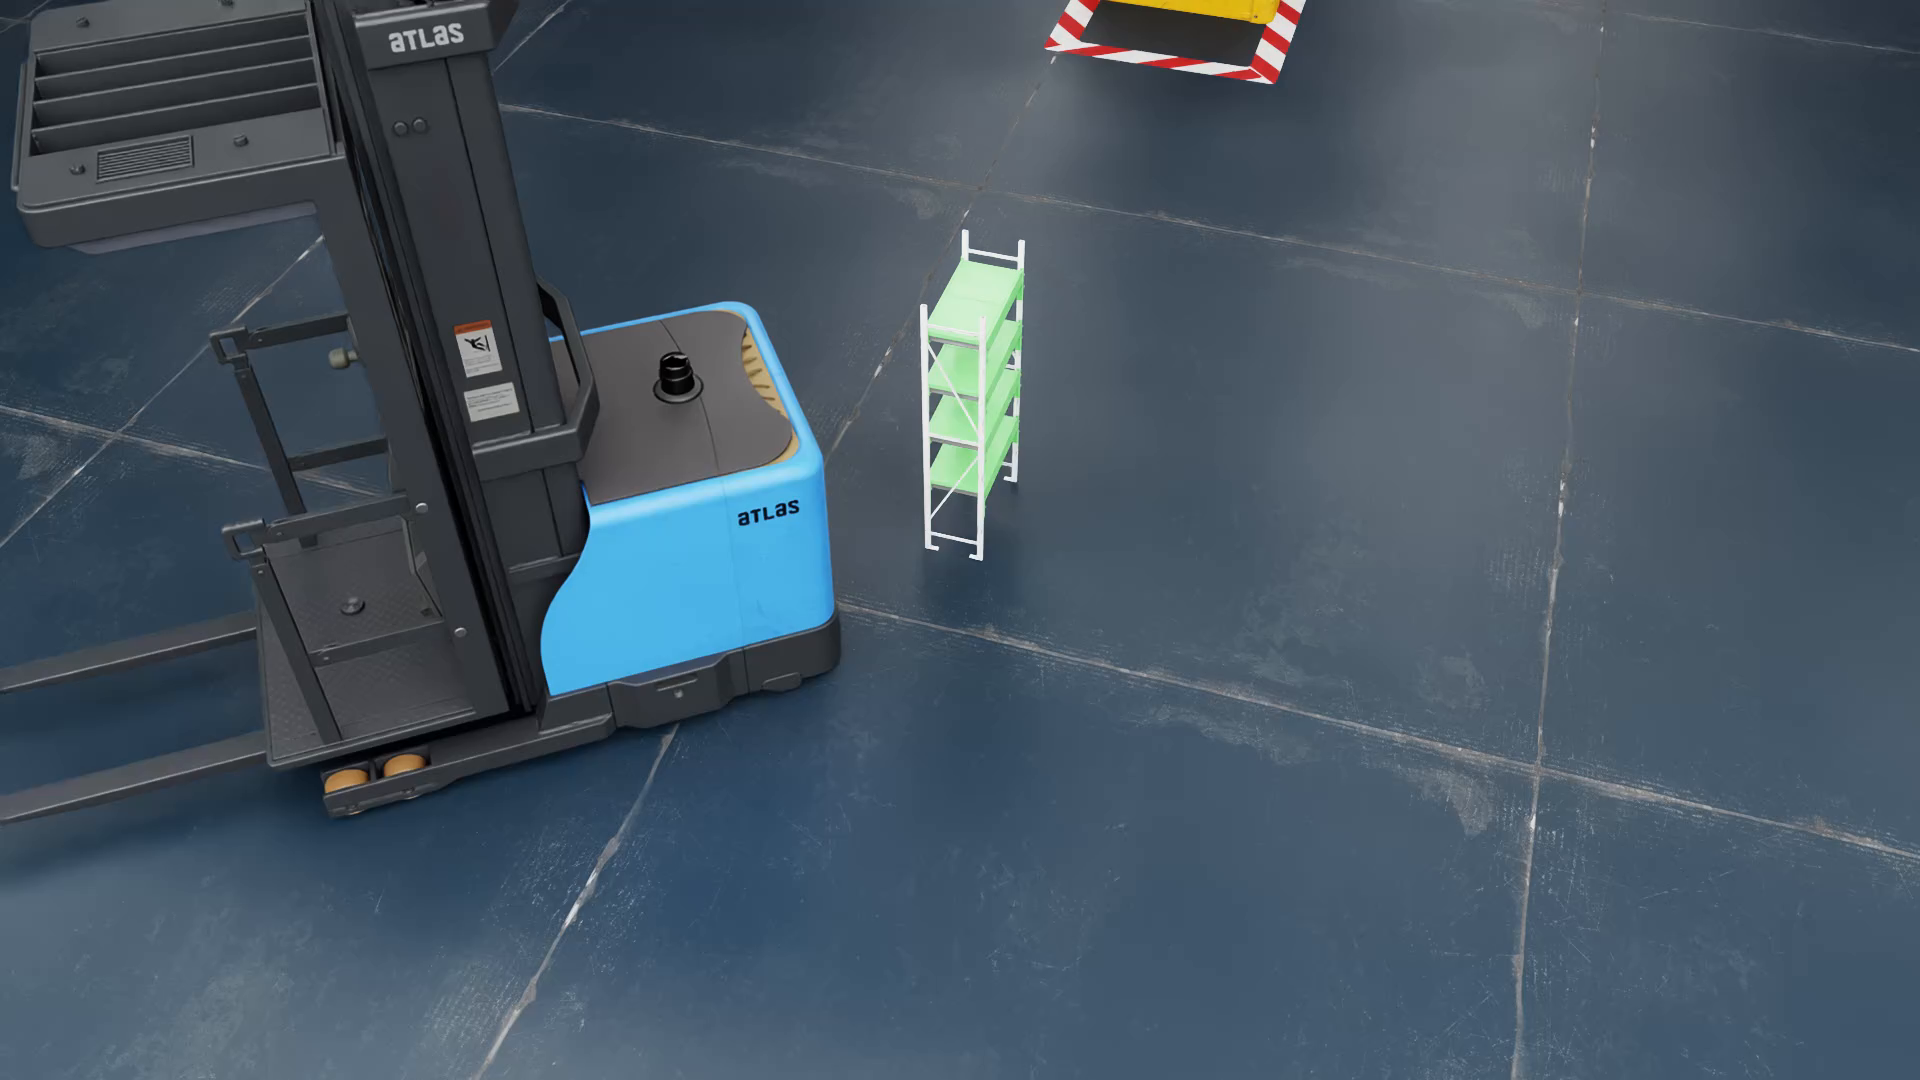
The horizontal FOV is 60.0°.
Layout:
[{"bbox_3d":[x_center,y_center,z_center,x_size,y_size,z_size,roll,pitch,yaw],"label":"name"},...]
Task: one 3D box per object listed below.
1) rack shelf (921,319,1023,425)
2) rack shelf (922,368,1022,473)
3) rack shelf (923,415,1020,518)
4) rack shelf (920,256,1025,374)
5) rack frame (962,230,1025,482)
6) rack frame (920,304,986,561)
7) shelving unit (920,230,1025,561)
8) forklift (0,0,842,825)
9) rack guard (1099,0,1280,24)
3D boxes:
[{"bbox_3d":[0.050,-0.665,6.320,0.258,0.148,0.480,13,46,12],"label":"rack shelf"},{"bbox_3d":[0.050,-0.494,6.488,0.258,0.148,0.480,13,46,12],"label":"rack shelf"},{"bbox_3d":[0.050,-0.322,6.656,0.258,0.148,0.480,13,46,12],"label":"rack shelf"},{"bbox_3d":[0.050,-0.837,6.152,0.258,0.148,0.480,13,46,12],"label":"rack shelf"},{"bbox_3d":[0.124,-0.702,6.609,0.240,1.200,0.015,13,46,12],"label":"rack frame"},{"bbox_3d":[-0.024,-0.377,6.277,0.240,1.200,0.015,13,46,12],"label":"rack frame"},{"bbox_3d":[0.050,-0.539,6.443,0.258,1.200,0.503,13,46,12],"label":"shelving unit"},{"bbox_3d":[-2.015,-0.513,5.178,3.031,2.935,1.130,-14,46,-14],"label":"forklift"},{"bbox_3d":[1.341,-3.473,9.942,1.175,0.500,0.348,13,46,13],"label":"rack guard"}]
